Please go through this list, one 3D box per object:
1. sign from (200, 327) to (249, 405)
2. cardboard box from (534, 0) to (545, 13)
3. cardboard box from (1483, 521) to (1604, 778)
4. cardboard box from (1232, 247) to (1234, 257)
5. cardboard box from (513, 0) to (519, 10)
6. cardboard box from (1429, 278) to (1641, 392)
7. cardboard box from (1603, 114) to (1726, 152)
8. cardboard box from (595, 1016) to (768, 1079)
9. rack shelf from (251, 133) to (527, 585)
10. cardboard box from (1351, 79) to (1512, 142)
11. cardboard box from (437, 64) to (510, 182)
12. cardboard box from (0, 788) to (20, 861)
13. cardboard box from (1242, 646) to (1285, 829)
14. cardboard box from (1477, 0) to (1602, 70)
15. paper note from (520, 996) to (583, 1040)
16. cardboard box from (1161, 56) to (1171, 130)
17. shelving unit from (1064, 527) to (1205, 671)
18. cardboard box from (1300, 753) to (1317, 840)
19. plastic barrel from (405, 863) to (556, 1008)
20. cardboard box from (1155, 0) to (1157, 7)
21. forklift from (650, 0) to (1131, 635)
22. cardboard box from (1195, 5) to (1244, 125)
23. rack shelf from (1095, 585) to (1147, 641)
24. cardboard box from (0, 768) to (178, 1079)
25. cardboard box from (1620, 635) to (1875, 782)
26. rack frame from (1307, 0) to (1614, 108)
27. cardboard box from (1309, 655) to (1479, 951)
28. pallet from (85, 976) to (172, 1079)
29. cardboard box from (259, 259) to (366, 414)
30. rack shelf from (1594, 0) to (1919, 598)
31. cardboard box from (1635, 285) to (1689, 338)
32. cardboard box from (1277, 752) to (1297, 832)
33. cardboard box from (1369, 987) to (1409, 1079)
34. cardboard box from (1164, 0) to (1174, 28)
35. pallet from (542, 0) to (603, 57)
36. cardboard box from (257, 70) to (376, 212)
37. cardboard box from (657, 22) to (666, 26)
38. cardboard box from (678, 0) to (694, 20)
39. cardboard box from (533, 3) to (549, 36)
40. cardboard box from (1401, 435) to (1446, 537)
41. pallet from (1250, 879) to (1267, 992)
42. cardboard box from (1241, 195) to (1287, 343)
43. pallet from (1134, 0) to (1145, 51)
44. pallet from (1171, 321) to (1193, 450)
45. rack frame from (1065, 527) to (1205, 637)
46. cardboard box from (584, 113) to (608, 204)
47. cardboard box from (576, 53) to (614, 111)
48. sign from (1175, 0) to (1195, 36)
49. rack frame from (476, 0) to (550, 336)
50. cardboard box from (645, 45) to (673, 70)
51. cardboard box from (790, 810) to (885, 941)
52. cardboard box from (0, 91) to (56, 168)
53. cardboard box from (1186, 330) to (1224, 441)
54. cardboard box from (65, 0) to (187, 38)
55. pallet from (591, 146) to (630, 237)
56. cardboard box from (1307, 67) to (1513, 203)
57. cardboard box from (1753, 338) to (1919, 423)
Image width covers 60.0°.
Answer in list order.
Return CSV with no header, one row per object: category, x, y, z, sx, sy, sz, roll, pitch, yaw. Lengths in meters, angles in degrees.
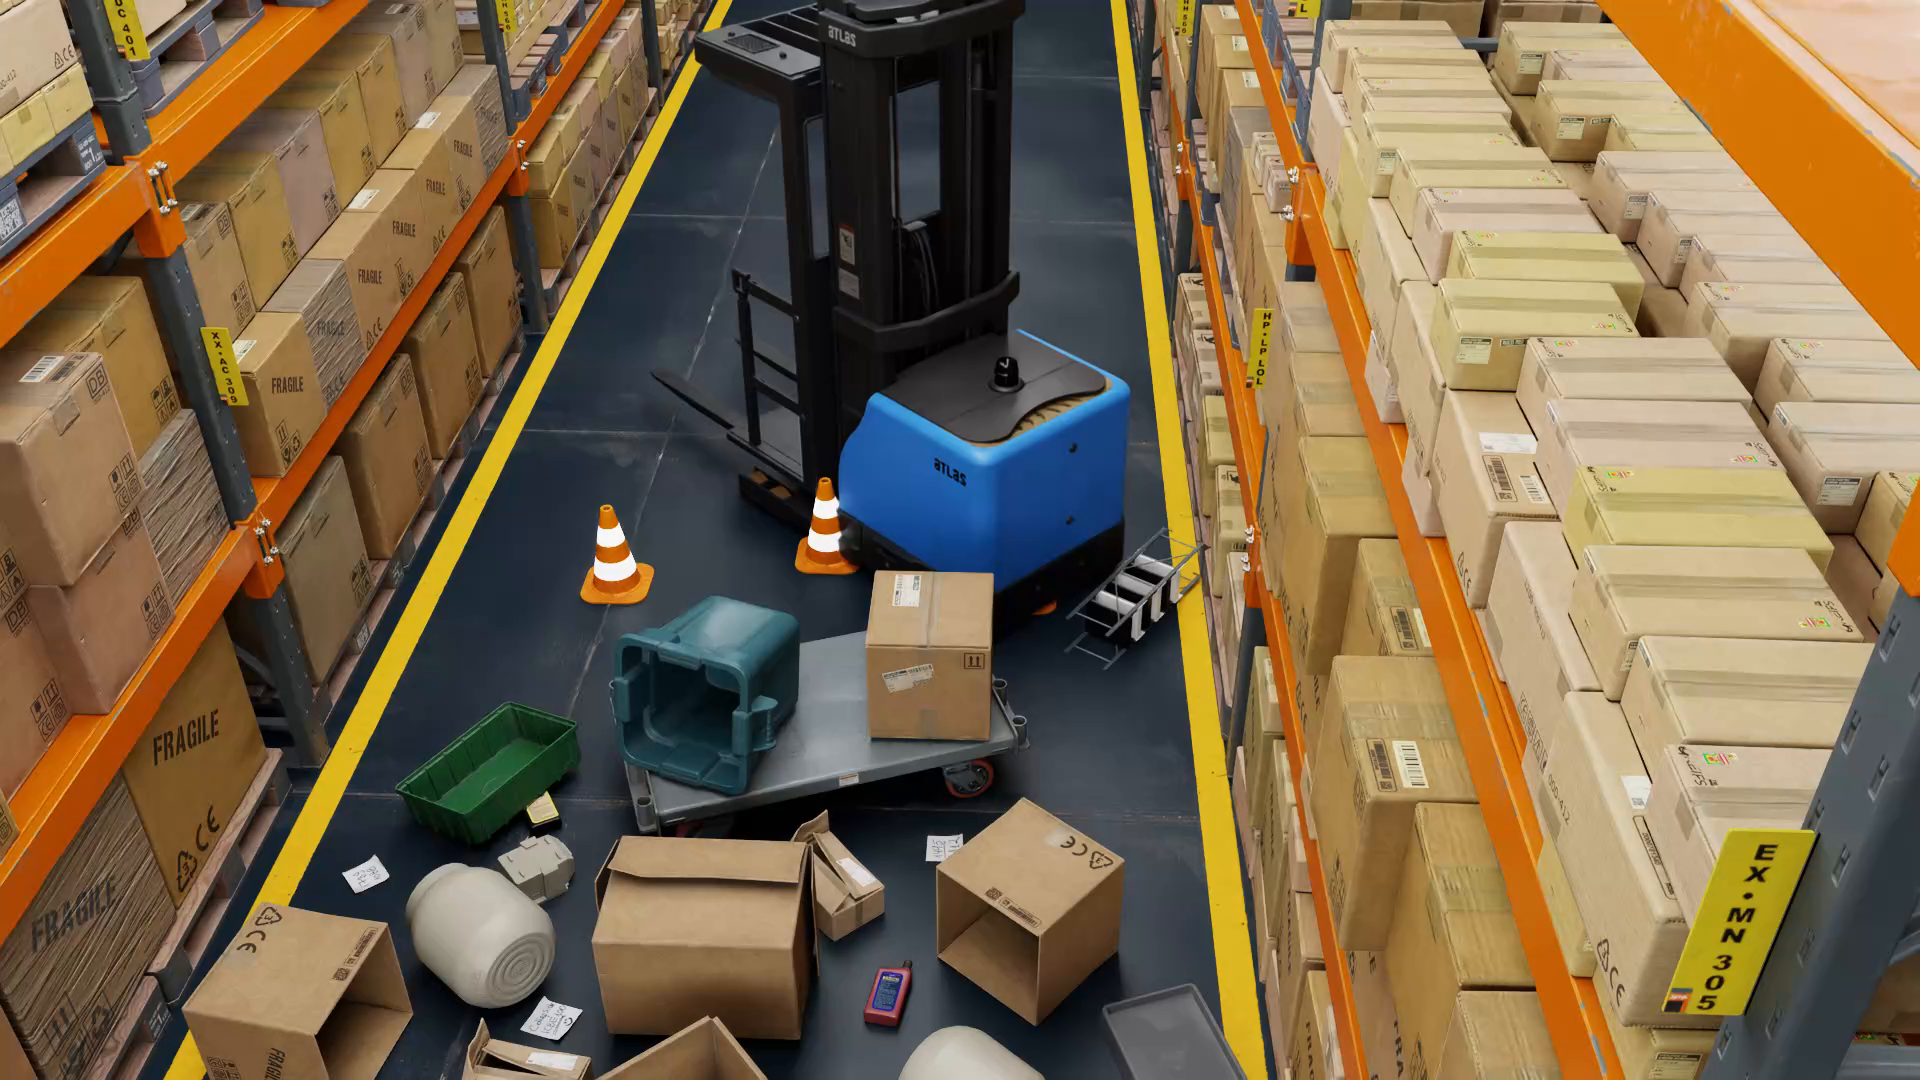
sign,-2.732,-0.643,6.180,0.100,0.325,0.005,1,35,2
cardboard box,-2.880,-3.484,10.639,0.380,0.149,0.250,1,35,2
cardboard box,1.289,0.210,3.052,0.500,0.250,0.500,1,35,1
cardboard box,1.512,-1.469,8.031,0.380,0.149,0.250,2,35,3
cardboard box,-2.906,-3.294,10.110,0.380,0.149,0.250,0,35,1
cardboard box,1.249,-0.447,3.640,0.380,0.149,0.250,2,35,3
cardboard box,1.956,-1.025,4.461,0.380,0.149,0.250,2,35,3
cardboard box,-0.956,2.040,5.355,0.797,0.503,0.637,-24,42,-30
rack shelf,-3.206,-1.123,8.310,1.077,0.370,4.000,1,35,2
cardboard box,1.324,-1.188,4.693,0.380,0.149,0.250,0,35,0
cardboard box,-2.876,-2.342,9.333,0.500,0.500,0.500,1,35,2
cardboard box,-3.349,0.814,4.799,0.875,0.550,0.500,1,35,2
cardboard box,1.370,0.767,6.369,0.500,0.500,0.500,3,35,4
cardboard box,2.088,-1.876,5.913,0.500,0.250,0.500,0,35,1
paper note,-1.513,1.772,6.154,0.172,0.023,0.155,13,37,18
cardboard box,2.040,-3.753,12.909,0.875,0.875,0.875,2,35,3
shelving unit,0.859,0.275,8.109,0.258,0.210,0.900,23,42,29
cardboard box,1.270,0.799,5.168,0.380,0.149,0.250,1,35,2
plastic barrel,-1.799,1.473,6.231,0.512,0.421,0.421,28,44,33
cardboard box,1.648,-3.909,11.779,0.500,0.250,0.500,1,35,2
forklift,-0.540,-1.497,8.277,1.130,2.935,3.031,-28,44,-34
cardboard box,1.575,-2.591,9.063,0.500,0.500,0.500,0,35,1
rack shelf,0.772,0.345,8.014,0.258,0.200,0.077,23,42,29
cardboard box,-3.414,1.307,5.710,0.875,0.875,0.875,2,35,2
cardboard box,1.270,0.287,2.595,0.380,0.149,0.250,2,35,3
rack frame,1.664,-2.666,4.663,1.000,3.000,0.127,1,35,2
cardboard box,1.251,0.630,3.975,0.700,0.500,0.500,1,35,1
pallet,-3.442,2.011,5.651,1.003,0.211,1.213,1,35,2
cardboard box,-2.977,-0.895,7.274,0.500,0.500,0.500,2,35,2
rack shelf,1.583,-1.222,3.236,1.077,0.370,4.000,1,35,2
cardboard box,1.855,-0.364,3.868,0.500,0.250,0.500,2,35,3
cardboard box,1.286,0.868,5.662,0.380,0.149,0.250,3,35,4
cardboard box,1.274,1.318,3.866,0.500,0.500,0.500,1,35,2
cardboard box,1.607,-3.527,10.801,0.500,0.250,0.500,0,35,1
pallet,-3.087,-3.626,11.413,1.003,0.211,1.213,1,35,2
cardboard box,-3.212,-1.879,7.805,0.700,0.500,0.500,1,35,1
cardboard box,-2.710,-4.340,14.118,0.380,0.149,0.250,2,35,2
cardboard box,-2.618,-4.818,15.057,0.380,0.149,0.250,0,35,1
cardboard box,-2.876,-3.352,10.710,0.380,0.149,0.250,3,35,4
cardboard box,1.255,-0.133,3.886,0.380,0.149,0.250,1,35,1
pallet,1.672,1.316,6.640,1.003,0.211,1.213,1,35,2
cardboard box,1.471,-1.102,6.944,0.500,0.500,0.500,2,35,2
pallet,2.140,-4.805,15.349,1.003,0.211,1.213,1,35,2
pallet,1.791,-0.920,9.821,1.003,0.211,1.213,1,35,2
rack frame,0.858,0.192,8.049,0.240,0.006,0.900,23,42,29
cardboard box,-2.810,-2.700,11.737,0.500,0.500,0.500,0,35,1
cardboard box,-2.784,-3.288,11.921,0.500,0.250,0.500,0,35,0
sign,1.269,-2.995,9.341,0.100,0.325,0.005,1,35,2
rack frame,-3.126,-2.566,9.738,1.000,3.000,0.127,1,35,2
cardboard box,-2.630,-4.072,13.995,0.380,0.149,0.250,0,35,0
cardboard box,-0.514,1.325,6.579,0.258,0.266,0.396,-24,42,-30
cardboard box,-2.992,-1.244,5.014,0.380,0.149,0.250,2,35,3
cardboard box,1.770,-0.858,9.228,0.950,0.372,0.625,1,35,1
cardboard box,-3.013,-1.994,5.980,0.258,0.266,0.396,1,35,1
pallet,-3.041,-2.573,12.174,1.003,0.211,1.213,1,35,2
cardboard box,1.372,-1.253,5.133,0.500,0.250,0.500,1,35,1
cardboard box,1.878,-0.287,3.411,0.380,0.149,0.250,2,35,3
